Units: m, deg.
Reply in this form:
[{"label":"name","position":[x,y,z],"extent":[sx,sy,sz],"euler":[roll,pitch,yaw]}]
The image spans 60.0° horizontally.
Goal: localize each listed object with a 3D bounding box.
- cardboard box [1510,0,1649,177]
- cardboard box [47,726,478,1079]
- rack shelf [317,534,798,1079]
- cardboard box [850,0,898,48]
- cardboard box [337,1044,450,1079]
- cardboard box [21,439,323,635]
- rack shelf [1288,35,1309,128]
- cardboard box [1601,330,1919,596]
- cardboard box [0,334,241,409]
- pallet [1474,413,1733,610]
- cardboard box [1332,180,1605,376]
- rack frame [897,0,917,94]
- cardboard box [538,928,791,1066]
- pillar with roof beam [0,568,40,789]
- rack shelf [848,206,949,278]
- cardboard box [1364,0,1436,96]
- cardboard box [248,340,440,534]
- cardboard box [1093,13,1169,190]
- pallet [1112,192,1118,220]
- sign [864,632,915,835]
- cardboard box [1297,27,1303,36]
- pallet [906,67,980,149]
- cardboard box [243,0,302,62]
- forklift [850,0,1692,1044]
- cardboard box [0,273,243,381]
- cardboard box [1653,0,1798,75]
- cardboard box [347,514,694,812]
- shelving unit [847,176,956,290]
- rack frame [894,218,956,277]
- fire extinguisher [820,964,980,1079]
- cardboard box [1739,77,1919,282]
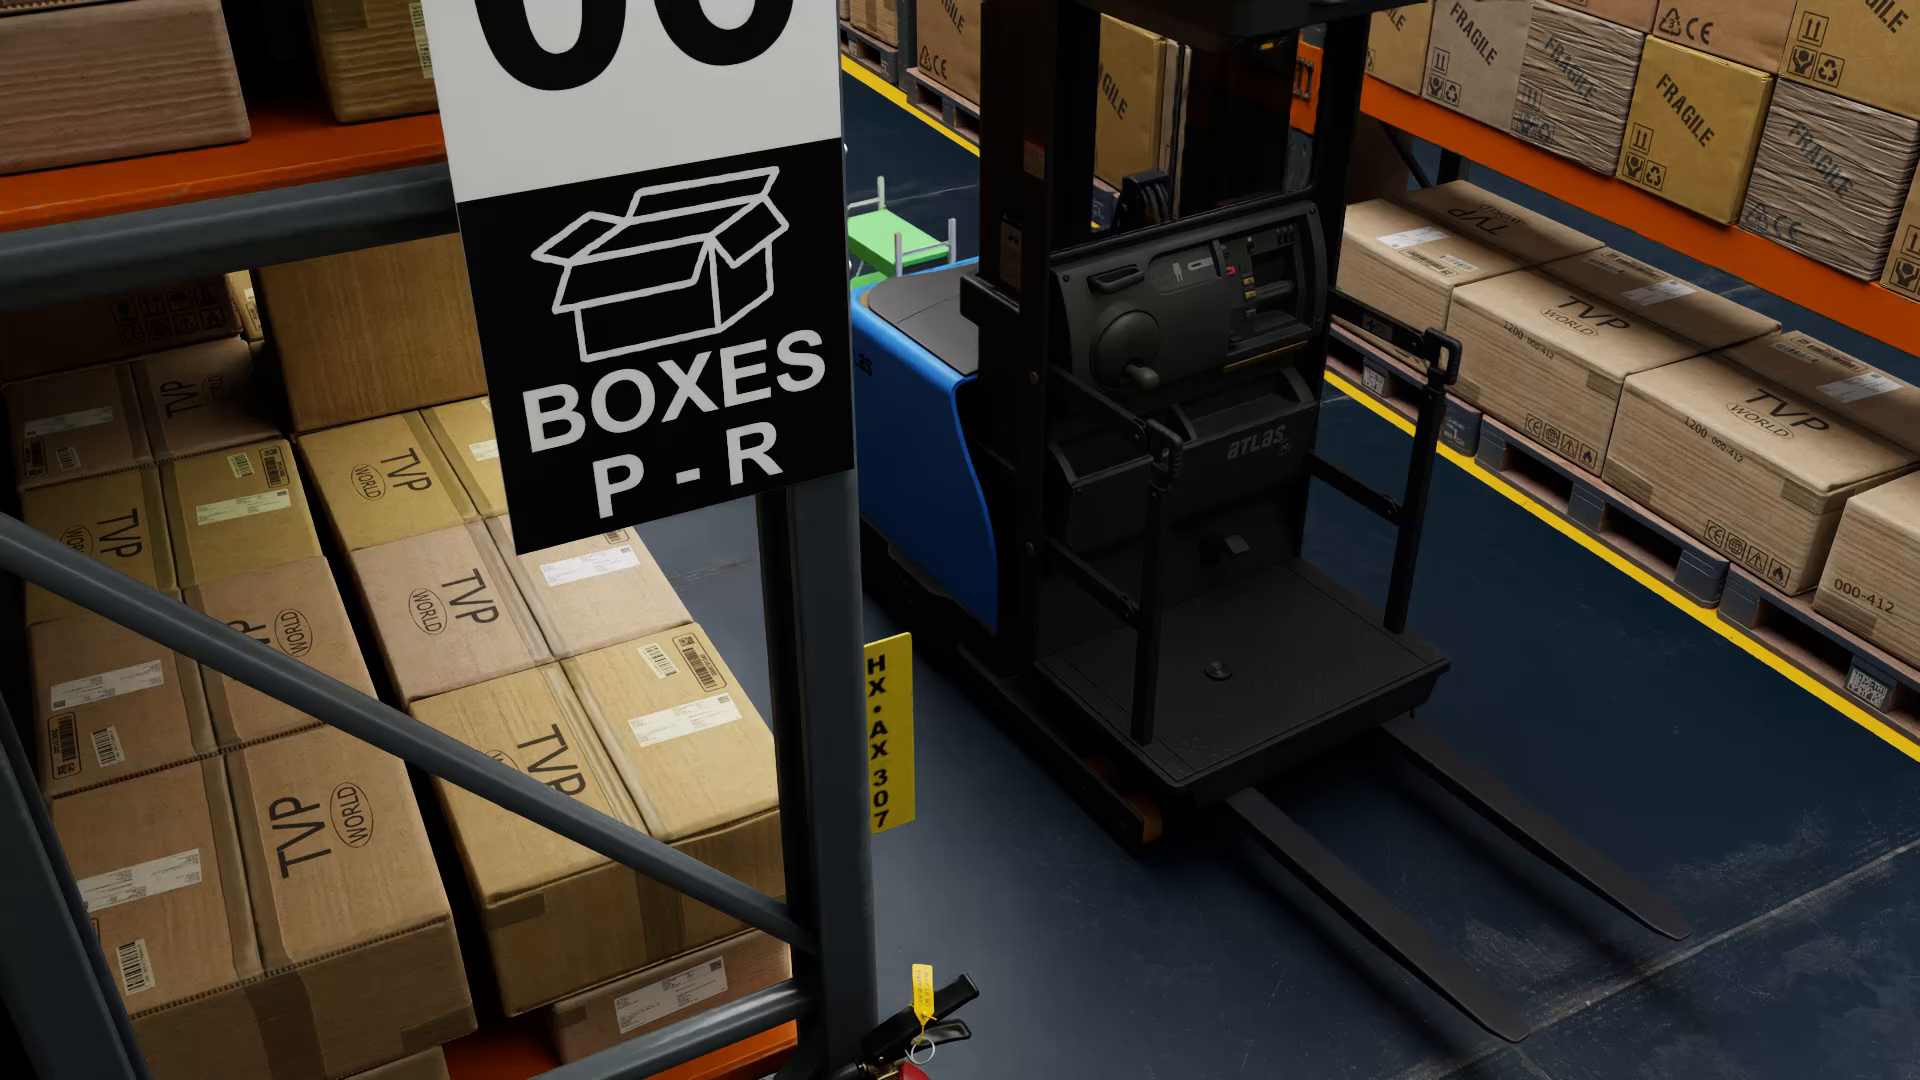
[{"label":"cardboard box","position":[2.380,-1.660,5.968],"extent":[0.500,0.500,0.500],"euler":[-16,36,-23]},{"label":"cardboard box","position":[-1.038,0.556,2.465],"extent":[0.500,0.250,0.500],"euler":[-15,36,-22]},{"label":"rack shelf","position":[-1.521,0.119,3.950],"extent":[1.077,0.370,4.000],"euler":[-16,36,-23]},{"label":"cardboard box","position":[-0.184,-3.640,11.197],"extent":[0.950,0.372,0.625],"euler":[-18,37,-26]},{"label":"cardboard box","position":[-0.980,0.786,2.475],"extent":[0.380,0.149,0.250],"euler":[-16,36,-24]},{"label":"cardboard box","position":[-1.504,0.072,3.220],"extent":[0.500,0.250,0.500],"euler":[-15,35,-22]},{"label":"rack shelf","position":[1.003,-3.040,8.881],"extent":[1.077,0.370,4.000],"euler":[-16,36,-23]},{"label":"cardboard box","position":[2.971,-0.302,5.926],"extent":[0.875,0.438,0.875],"euler":[-15,36,-22]},{"label":"cardboard box","position":[-1.983,-0.411,3.975],"extent":[0.500,0.250,0.500],"euler":[-15,36,-22]},{"label":"pallet","position":[2.794,-0.248,6.442],"extent":[1.003,0.211,1.213],"euler":[-16,36,-23]},{"label":"cardboard box","position":[2.134,-1.160,7.265],"extent":[0.875,0.438,0.875],"euler":[-16,36,-24]},{"label":"rack frame","position":[0.071,-4.297,10.177],"extent":[1.000,3.000,0.127],"euler":[-16,36,-23]},{"label":"cardboard box","position":[-0.499,0.651,2.686],"extent":[0.380,0.149,0.250],"euler":[-16,36,-23]},{"label":"pillar with roof beam","position":[0.882,-4.188,4.445],"extent":[9.100,9.000,0.400],"euler":[-16,36,-23]},{"label":"rack shelf","position":[-0.252,-1.034,5.981],"extent":[0.258,0.148,0.480],"euler":[-19,37,-27]},{"label":"cardboard box","position":[1.923,-2.140,6.718],"extent":[0.500,0.500,0.500],"euler":[-15,35,-22]},{"label":"cardboard box","position":[-1.293,-0.296,3.794],"extent":[0.500,0.250,0.500],"euler":[-17,36,-24]},{"label":"cardboard box","position":[1.148,-2.375,8.757],"extent":[0.875,0.875,0.875],"euler":[-15,36,-22]},{"label":"pallet","position":[1.509,-1.563,8.494],"extent":[1.003,0.211,1.213],"euler":[-16,36,-23]},{"label":"sign","position":[-0.109,0.270,2.246],"extent":[0.100,0.325,0.005],"euler":[-16,36,-23]},{"label":"cardboard box","position":[1.504,-2.476,7.473],"extent":[0.500,0.250,0.500],"euler":[-17,36,-24]},{"label":"pallet","position":[0.372,-2.728,10.312],"extent":[1.003,0.211,1.213],"euler":[-16,36,-23]},{"label":"cardboard box","position":[-0.677,-0.715,2.038],"extent":[0.380,0.149,0.250],"euler":[-15,36,-22]},{"label":"forklift","position":[0.782,-0.630,4.516],"extent":[1.130,2.935,3.031],"euler":[-19,37,-27]},{"label":"cardboard box","position":[-1.995,-0.738,3.790],"extent":[0.500,0.500,0.500],"euler":[-17,36,-24]},{"label":"cardboard box","position":[2.635,-1.832,5.309],"extent":[0.500,0.500,0.500],"euler":[-16,36,-23]},{"label":"cardboard box","position":[-0.797,0.184,3.045],"extent":[0.500,0.250,0.500],"euler":[-15,36,-23]},{"label":"shelving unit","position":[-0.252,-0.684,6.205],"extent":[0.258,1.200,0.503],"euler":[-19,37,-27]},{"label":"rack frame","position":[-0.119,-0.573,6.032],"extent":[0.240,1.200,0.015],"euler":[-19,37,-27]},{"label":"fire extinguisher","position":[-0.111,0.915,2.459],"extent":[0.296,0.674,0.183],"euler":[-16,36,-23]},{"label":"cardboard box","position":[2.873,-1.171,5.205],"extent":[0.500,0.500,0.500],"euler":[-15,36,-22]}]
